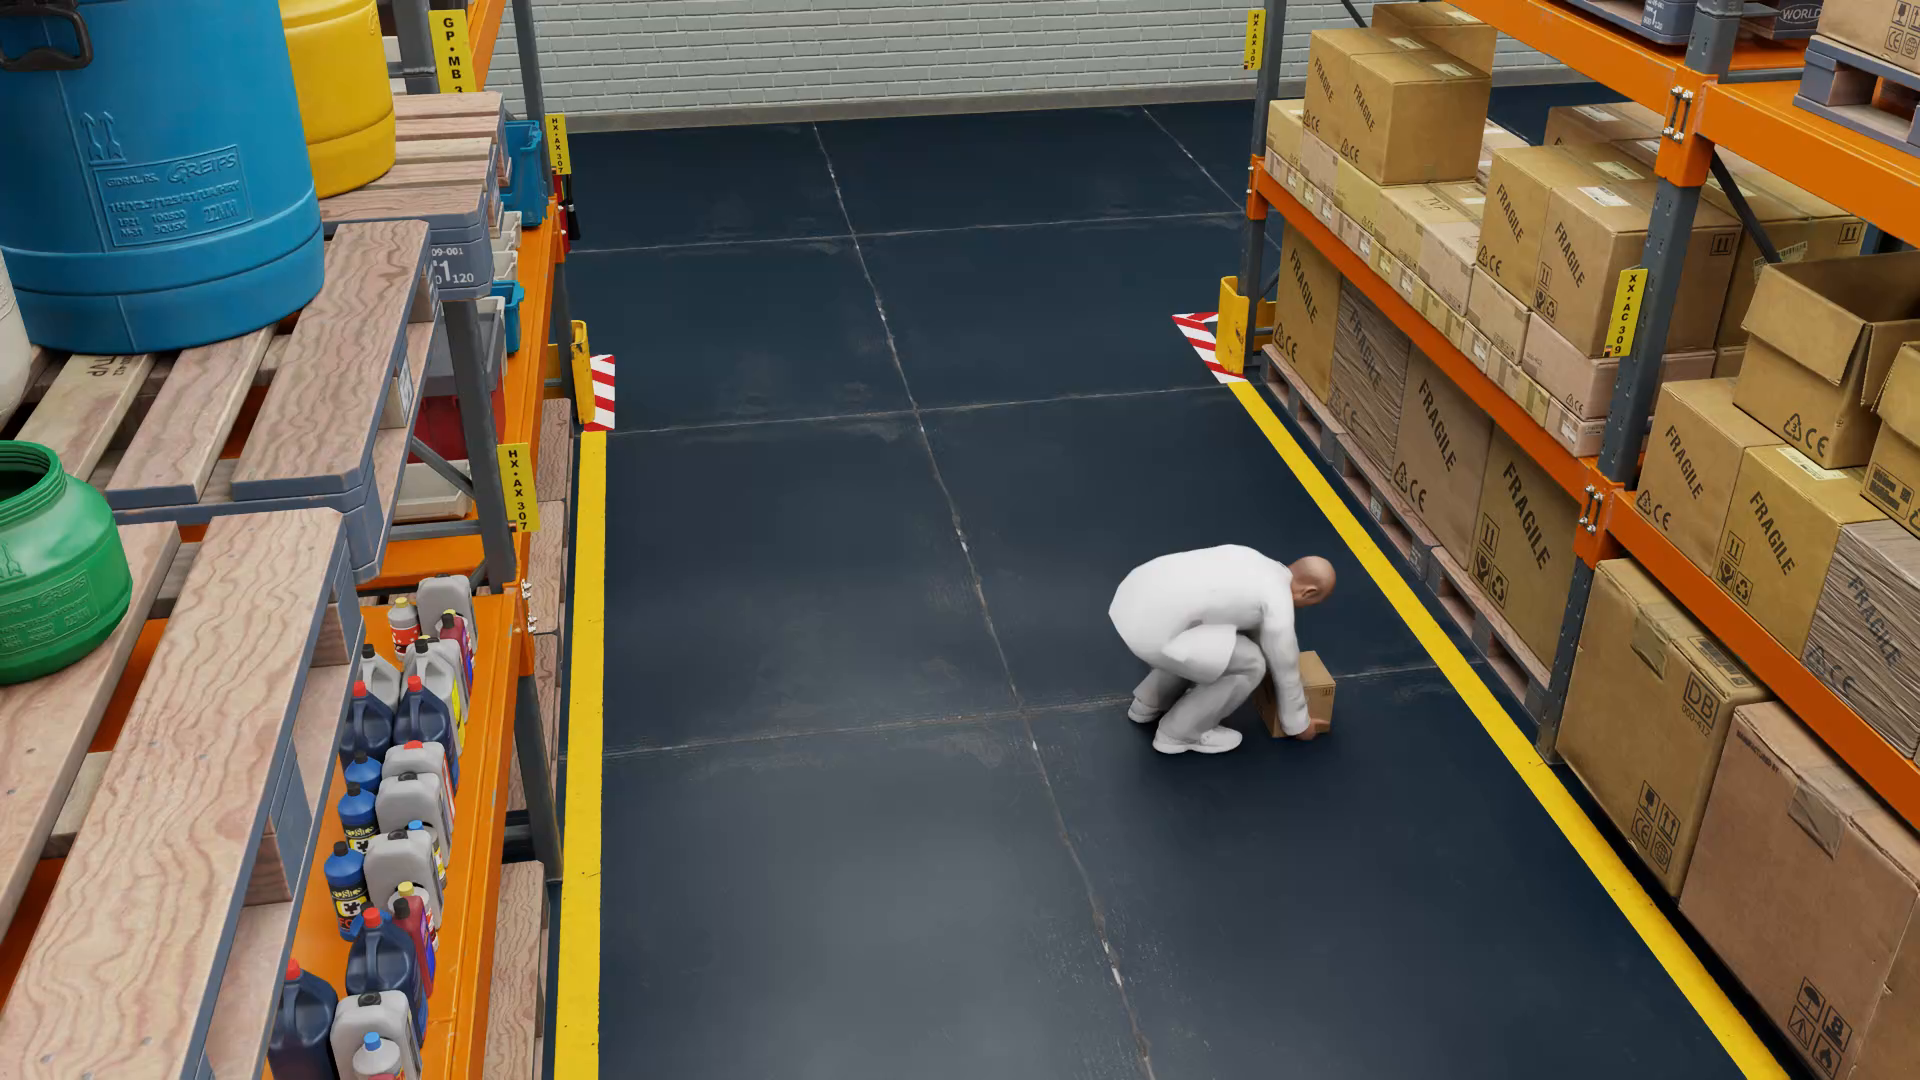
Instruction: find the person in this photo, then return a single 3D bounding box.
[{"bbox_3d":[1.073,0.437,6.844,0.953,0.862,0.582,-6,31,-10],"label":"person"}]
